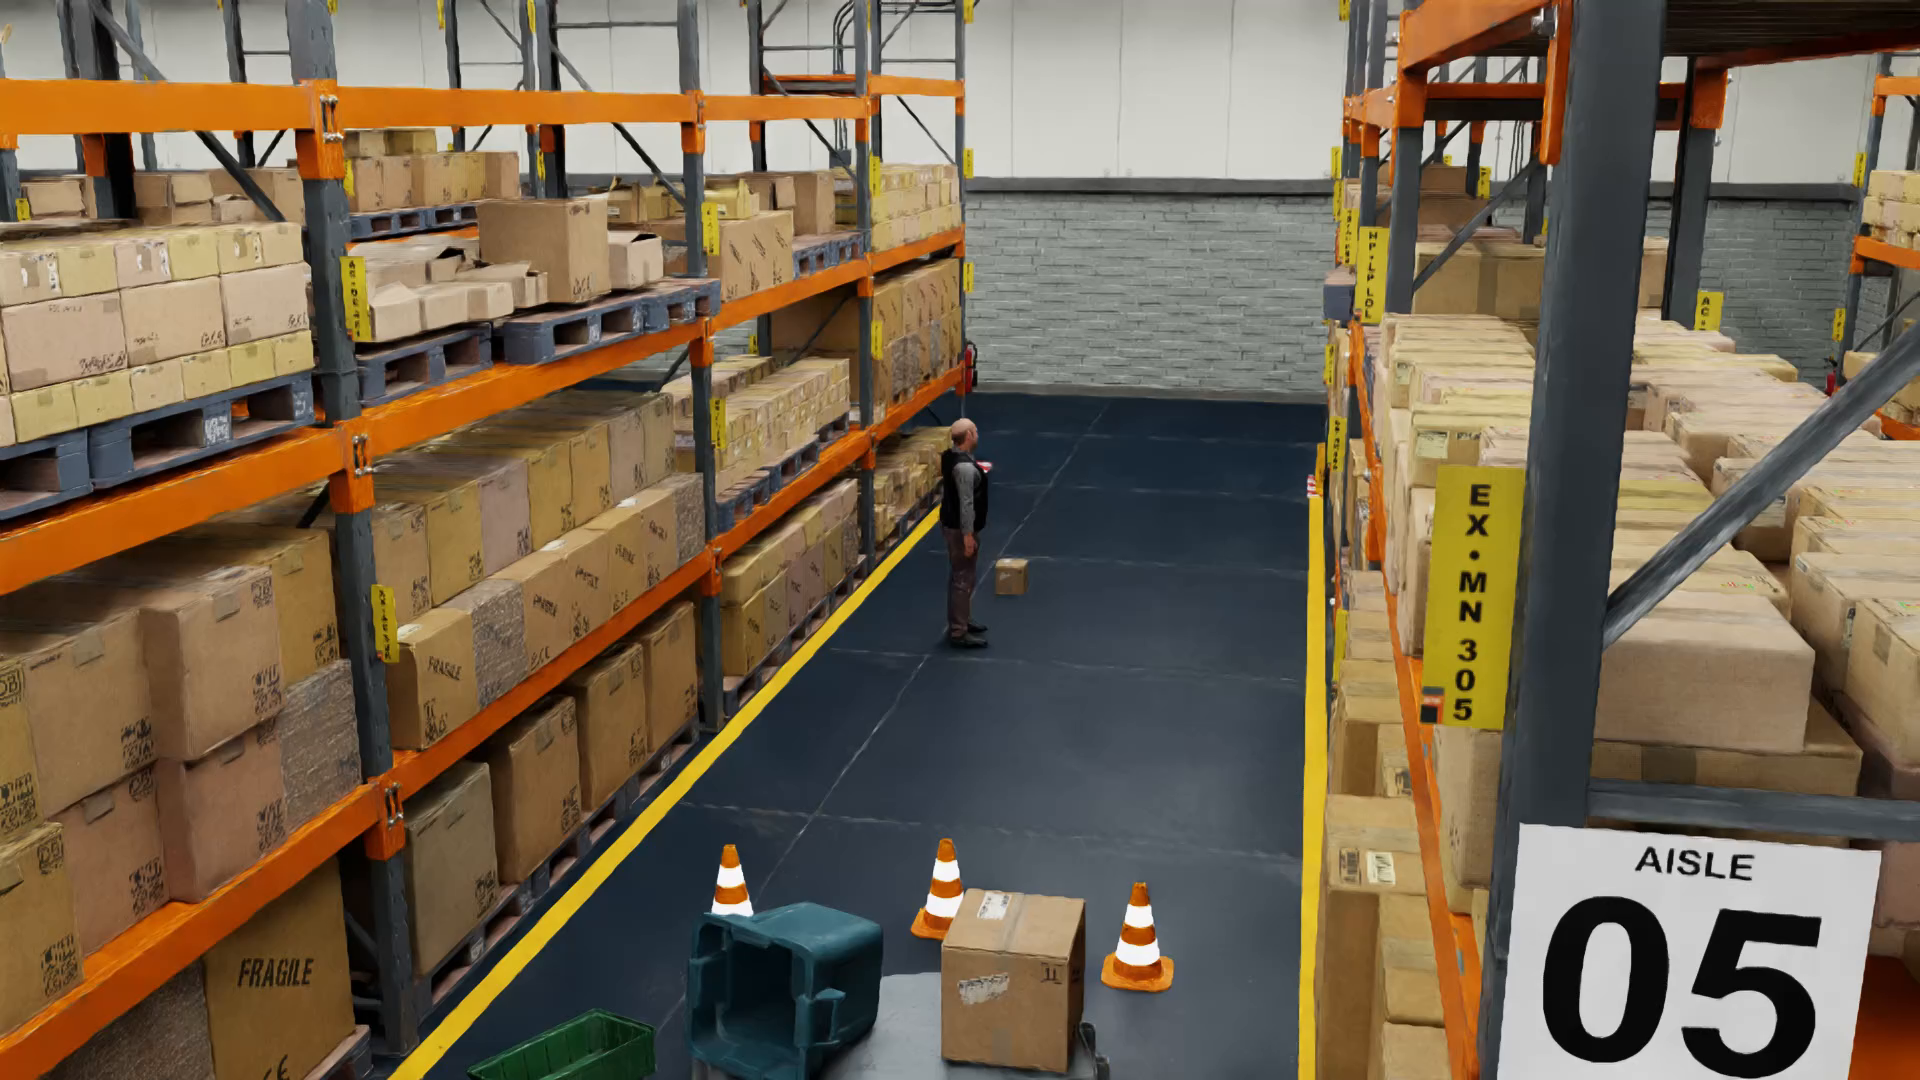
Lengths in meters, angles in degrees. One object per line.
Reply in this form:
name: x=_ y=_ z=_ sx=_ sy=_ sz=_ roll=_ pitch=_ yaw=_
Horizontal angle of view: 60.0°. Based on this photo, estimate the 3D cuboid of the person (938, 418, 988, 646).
person: x=0.045 y=-0.081 z=12.774 sx=0.361 sy=1.732 sz=0.587 roll=-3 pitch=15 yaw=-10
